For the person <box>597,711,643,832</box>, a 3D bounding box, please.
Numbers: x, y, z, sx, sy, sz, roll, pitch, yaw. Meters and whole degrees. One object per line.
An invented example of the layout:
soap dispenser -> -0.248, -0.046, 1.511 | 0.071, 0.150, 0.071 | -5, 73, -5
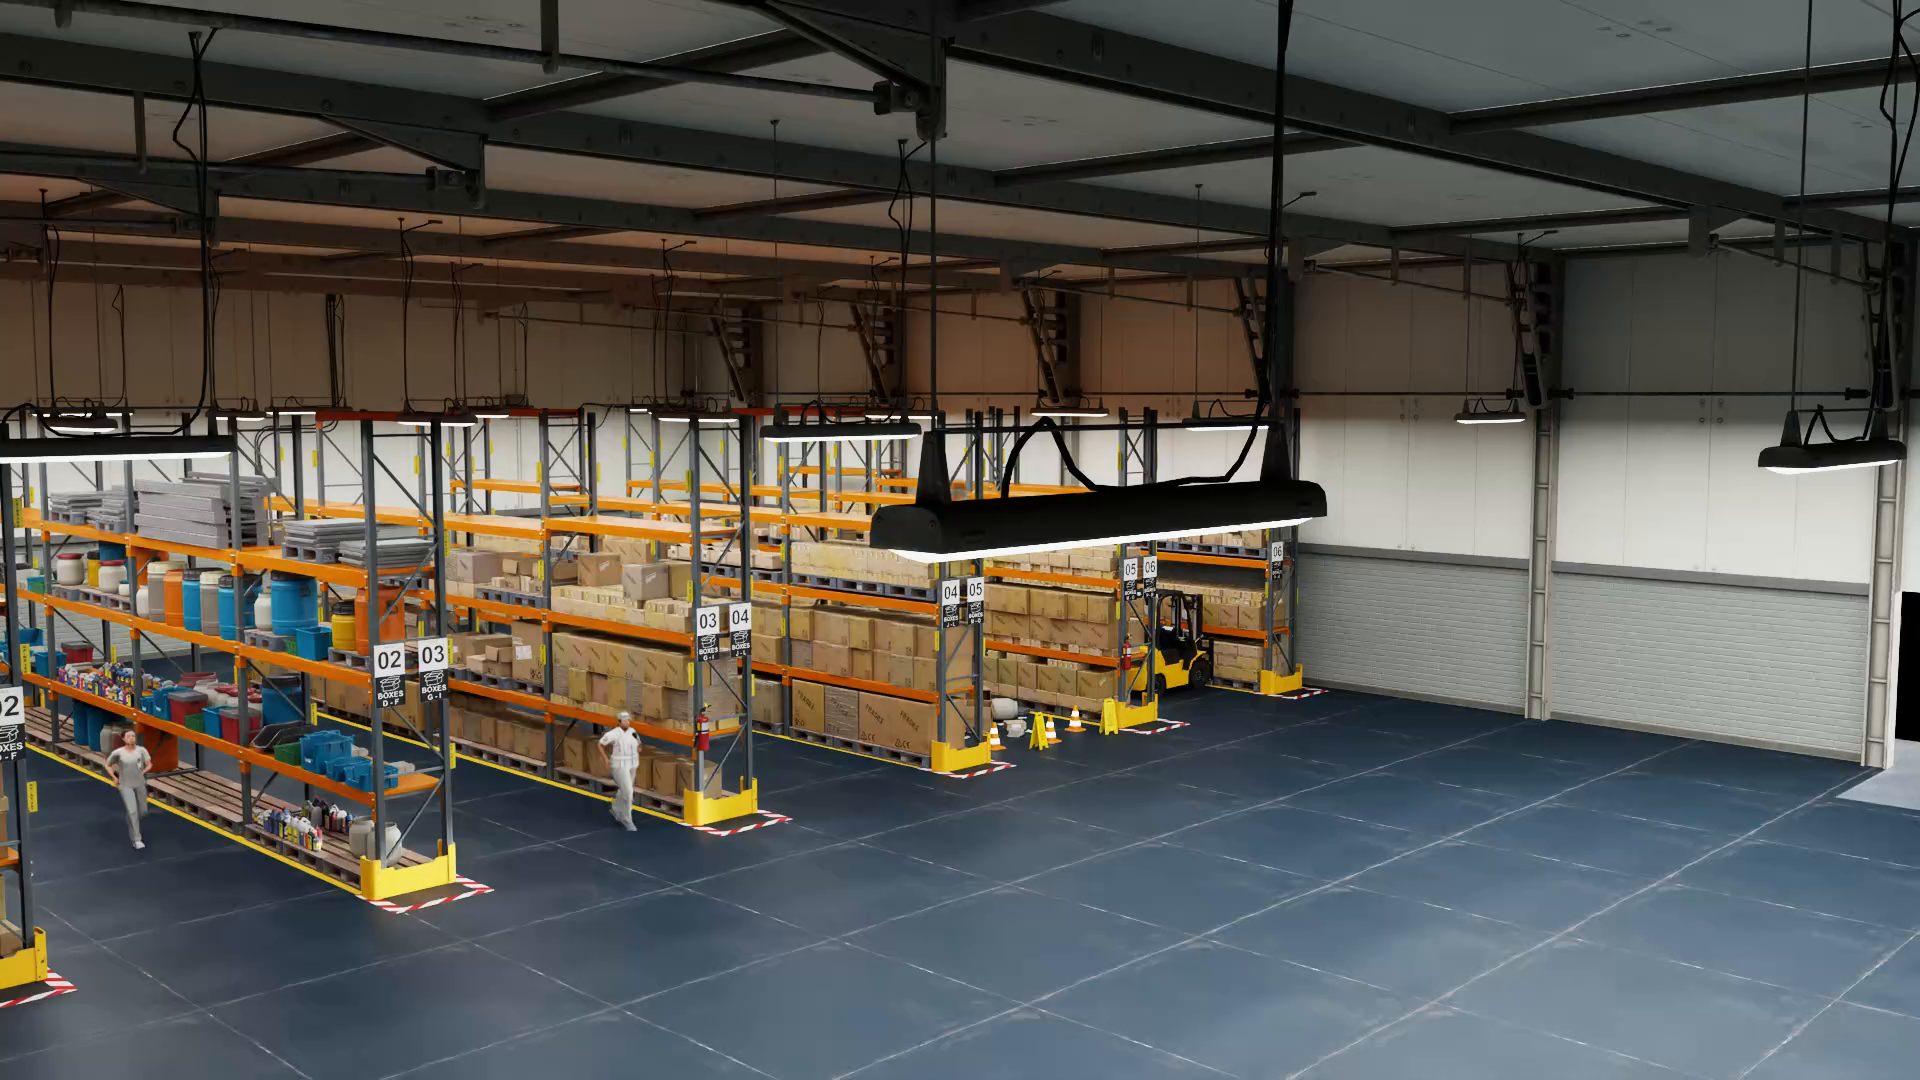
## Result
person -> -4.908, 3.354, 24.247 | 0.750, 1.728, 0.580 | 4, 6, 36

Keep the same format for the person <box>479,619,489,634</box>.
person -> -11.729, 1.853, 40.754 | 0.762, 1.811, 0.685 | -5, 7, -42

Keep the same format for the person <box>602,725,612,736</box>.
person -> -6.444, 2.855, 30.401 | 0.604, 1.554, 0.541 | 4, 6, 37

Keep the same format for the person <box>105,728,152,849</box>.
person -> -11.607, 3.446, 23.274 | 0.577, 1.641, 0.867 | -5, 7, -42
